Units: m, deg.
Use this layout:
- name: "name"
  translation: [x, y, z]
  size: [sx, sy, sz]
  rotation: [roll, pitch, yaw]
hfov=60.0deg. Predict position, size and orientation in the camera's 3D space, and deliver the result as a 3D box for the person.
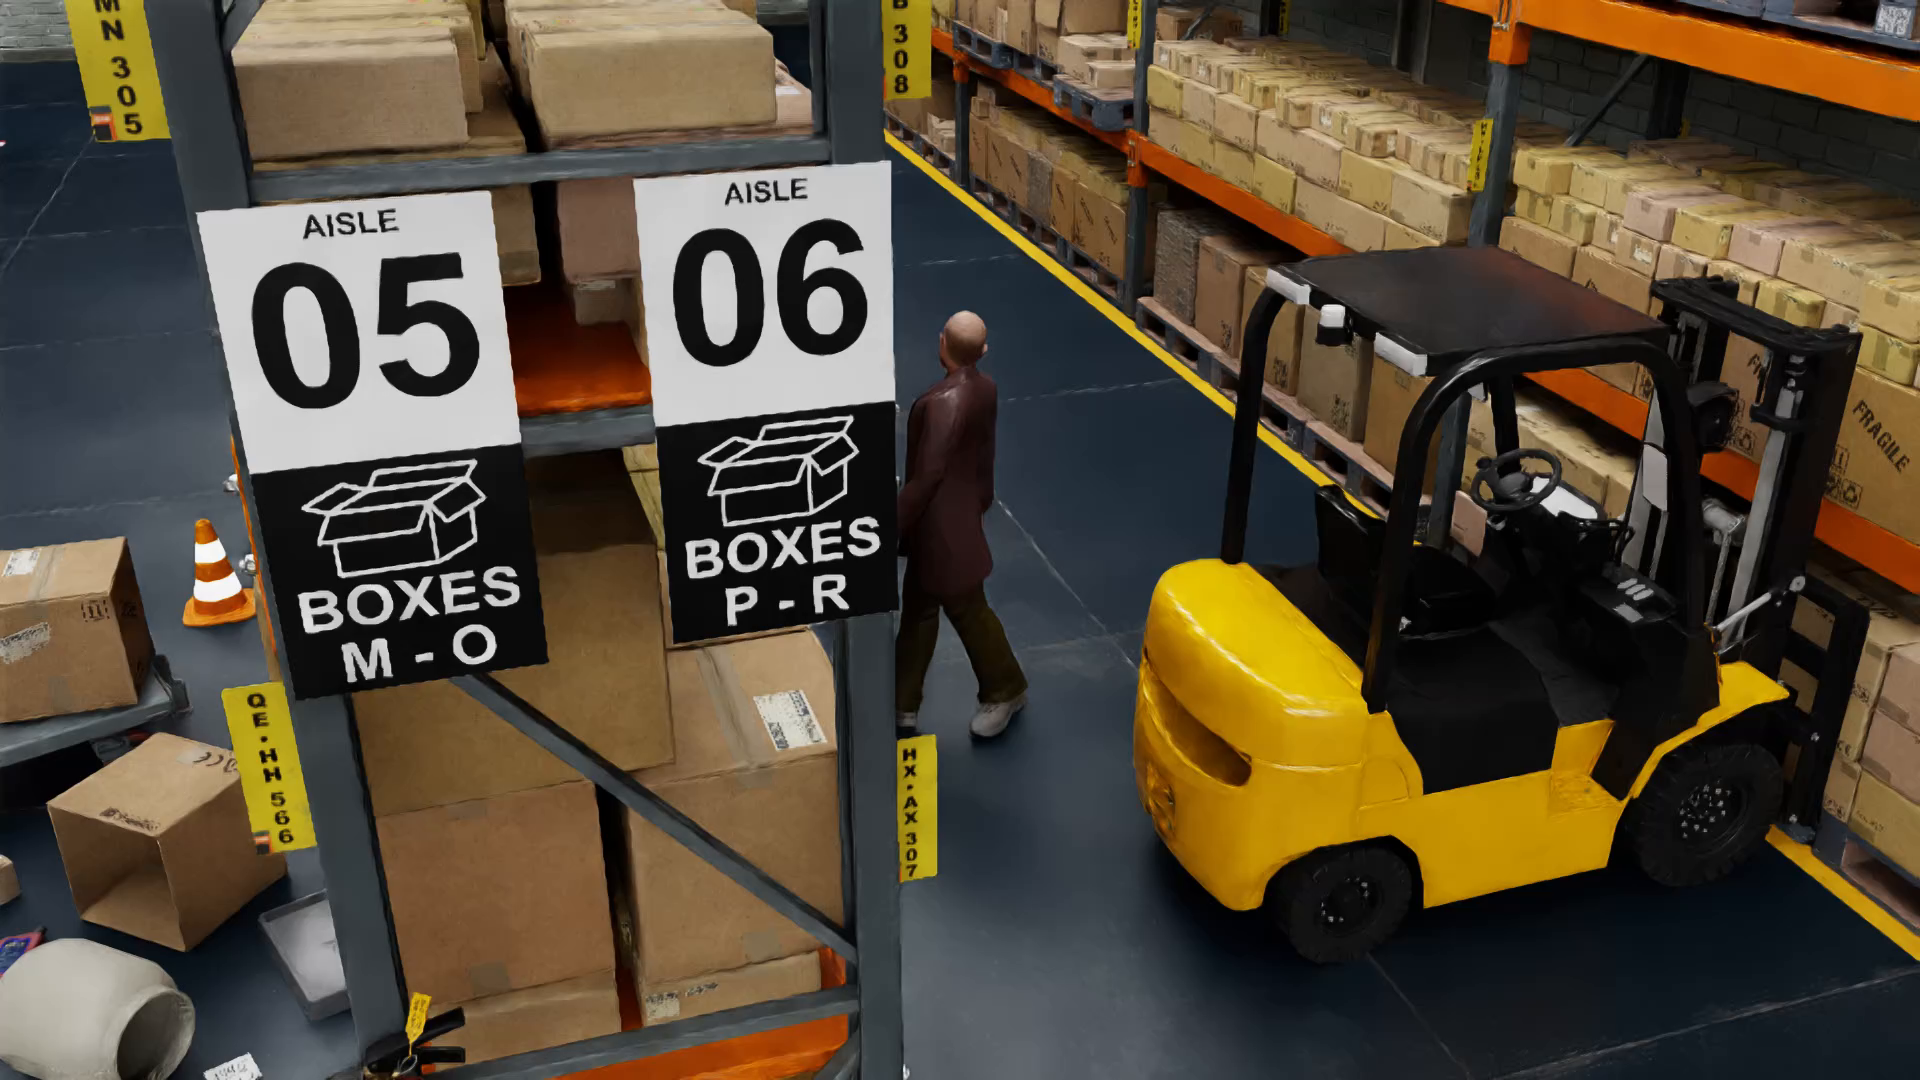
- name: "person"
  translation: [-0.088, -0.070, 6.795]
  size: [0.764, 1.742, 0.617]
  rotation: [2, 26, 3]
